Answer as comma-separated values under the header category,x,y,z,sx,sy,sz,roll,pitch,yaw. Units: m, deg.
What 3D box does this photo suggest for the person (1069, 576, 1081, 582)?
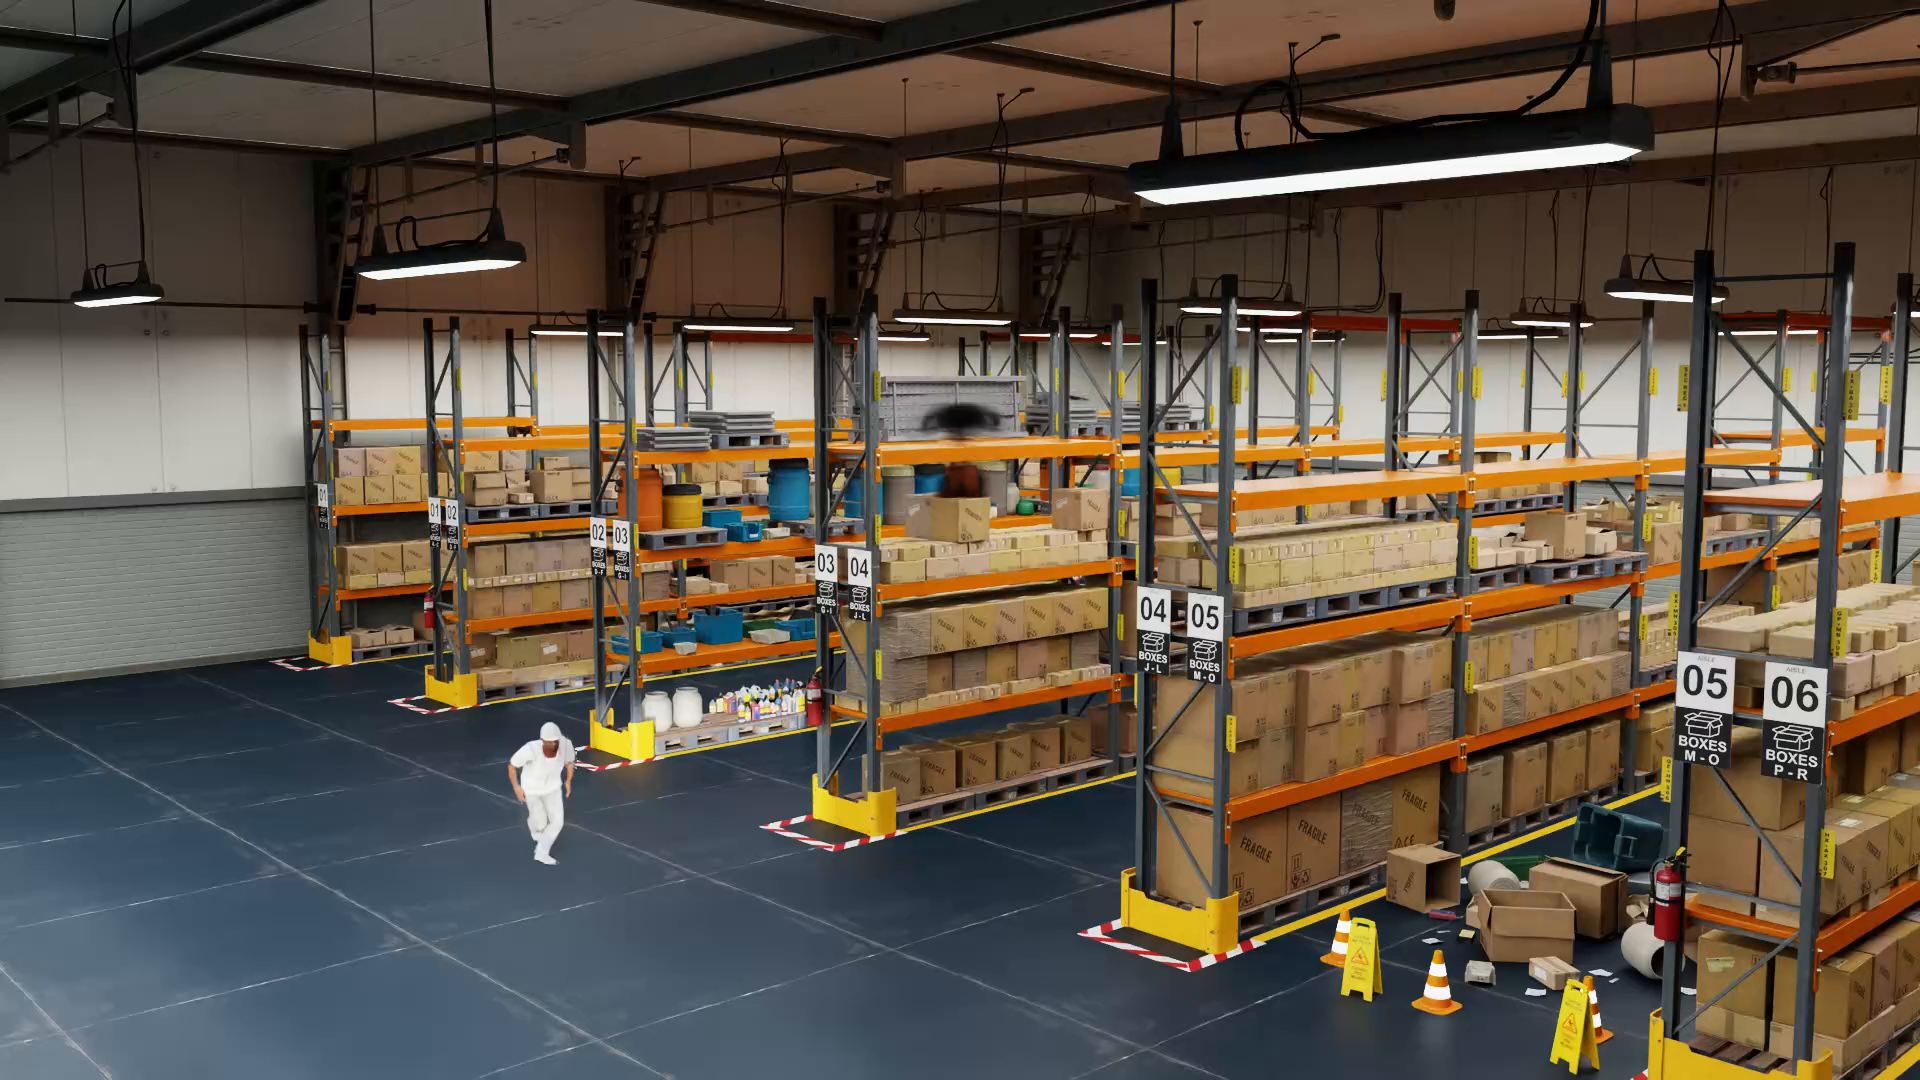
category,x,y,z,sx,sy,sz,roll,pitch,yaw
person,2.010,1.192,30.995,0.650,1.739,0.599,4,7,34

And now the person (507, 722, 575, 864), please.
category,x,y,z,sx,sy,sz,roll,pitch,yaw
person,-4.412,2.634,17.485,0.712,1.564,1.021,-3,7,-30
